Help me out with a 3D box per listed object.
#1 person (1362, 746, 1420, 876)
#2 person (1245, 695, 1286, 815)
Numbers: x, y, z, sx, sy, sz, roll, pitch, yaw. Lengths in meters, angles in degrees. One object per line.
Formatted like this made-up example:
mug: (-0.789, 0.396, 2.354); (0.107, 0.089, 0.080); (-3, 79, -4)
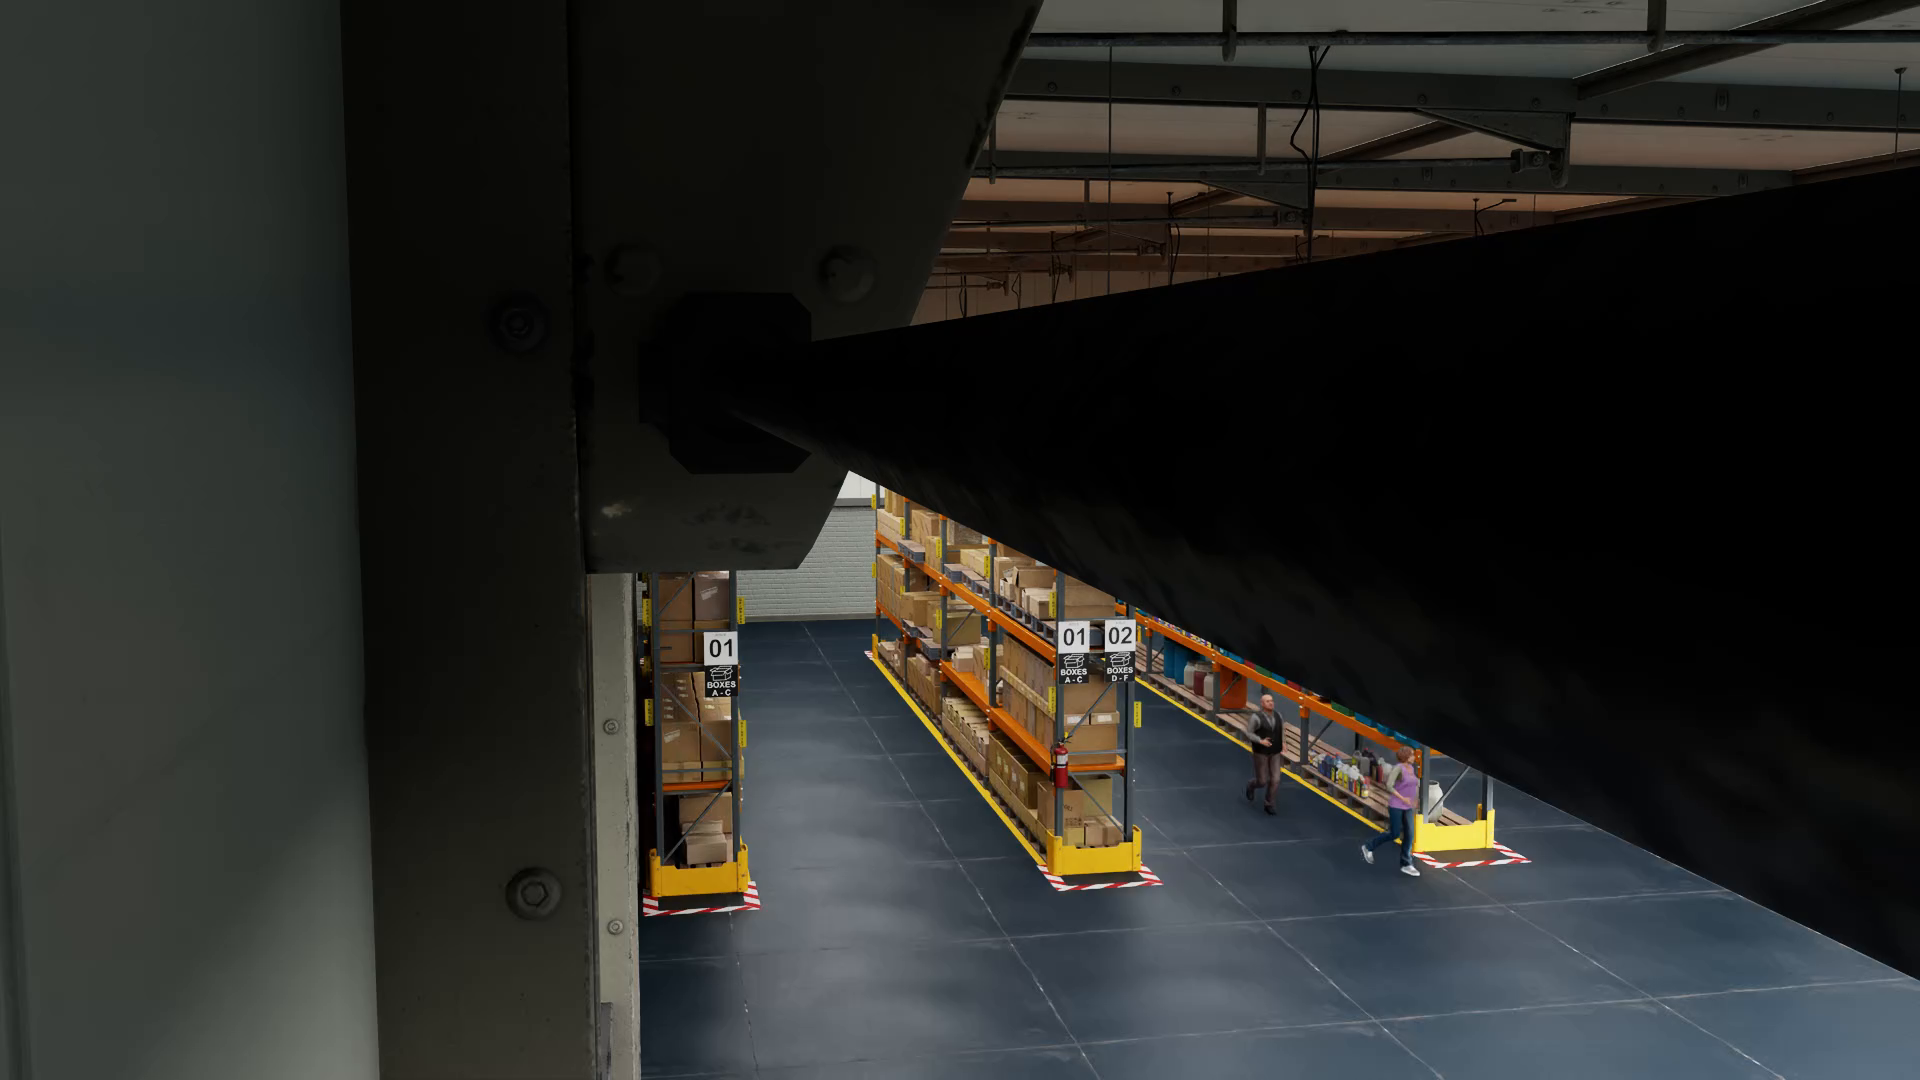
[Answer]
person: (5.579, 3.384, 21.054); (0.608, 1.560, 0.794); (-6, 8, -44)
person: (4.382, 3.044, 23.838); (0.664, 1.687, 0.720); (-2, 6, -17)
